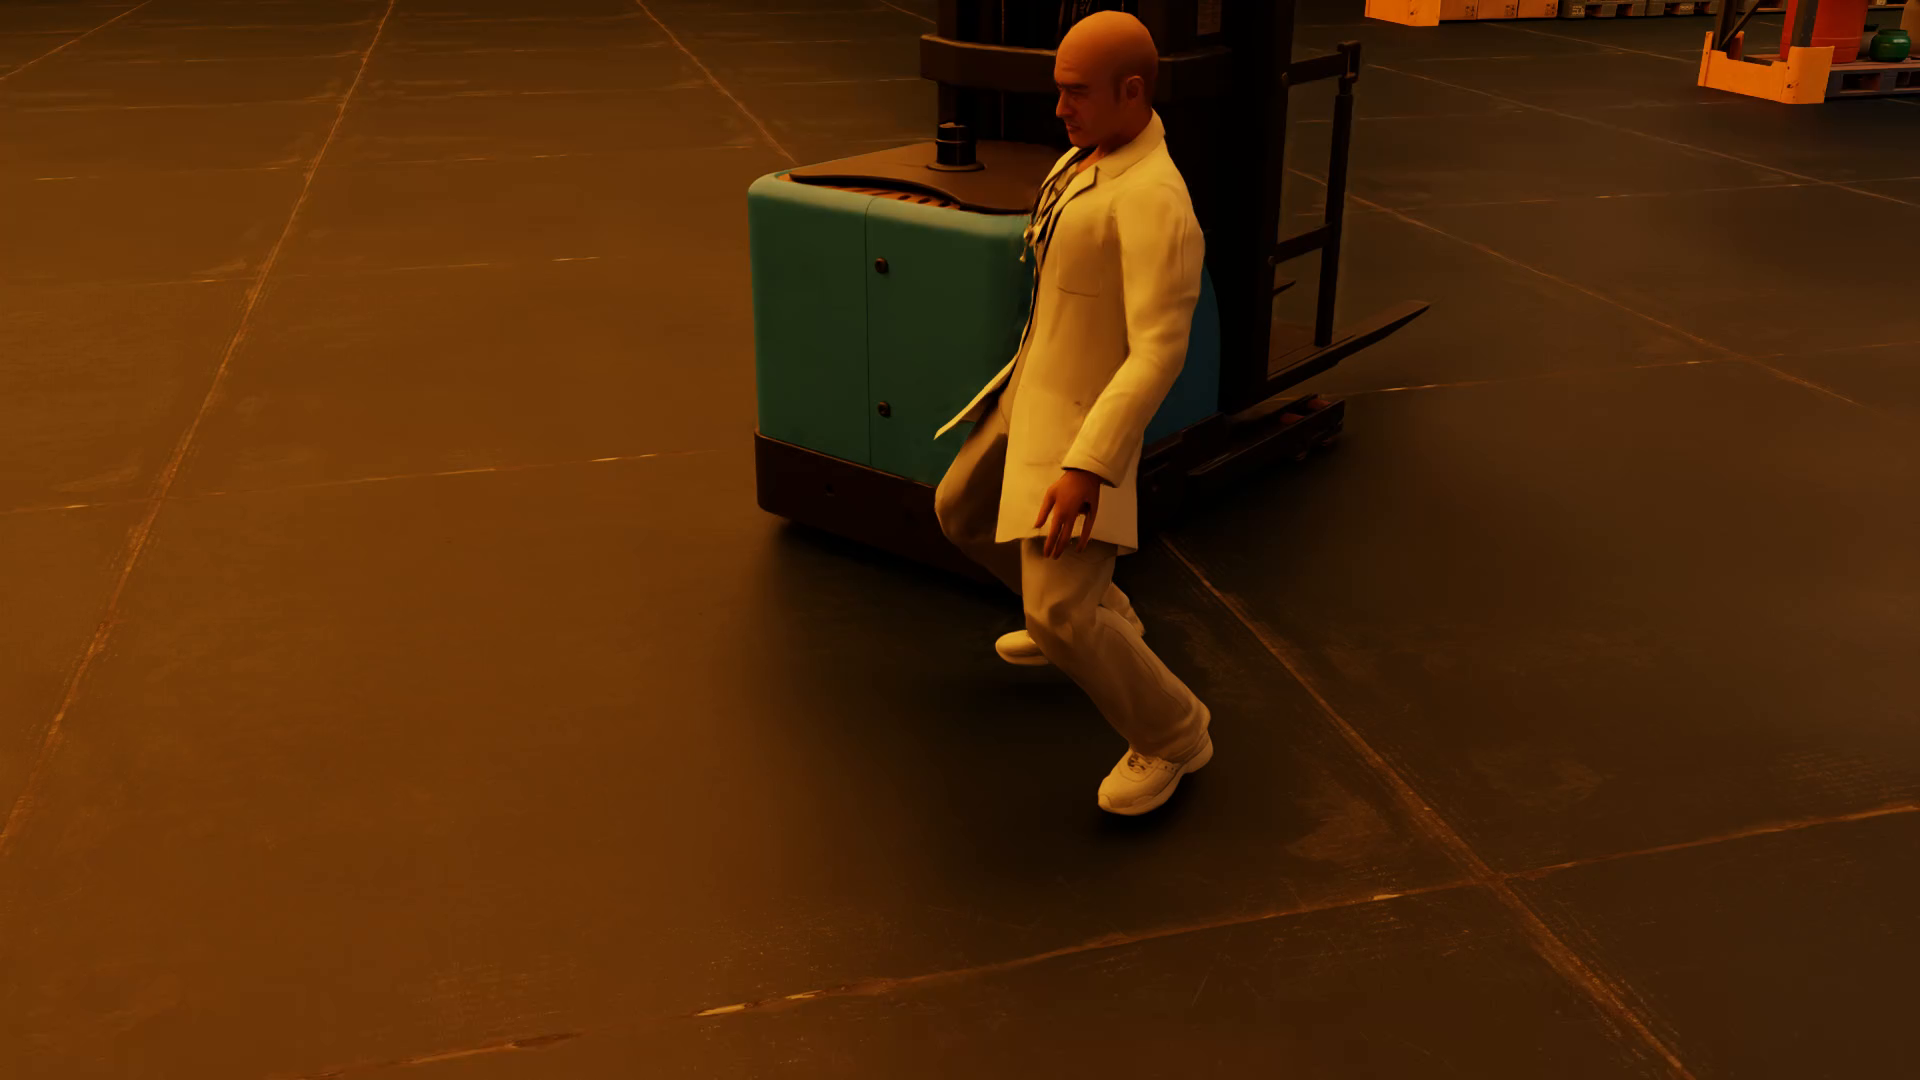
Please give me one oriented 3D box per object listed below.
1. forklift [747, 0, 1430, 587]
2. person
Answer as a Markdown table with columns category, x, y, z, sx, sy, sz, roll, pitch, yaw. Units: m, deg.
| category | x | y | z | sx | sy | sz | roll | pitch | yaw |
| --- | --- | --- | --- | --- | --- | --- | --- | --- | --- |
| forklift | 0.693 | -1.726 | 5.364 | 1.130 | 2.935 | 3.031 | 18 | 29 | 35 |
| person | 0.257 | -0.305 | 3.613 | 0.596 | 1.631 | 0.963 | -3 | 23 | -6 |
